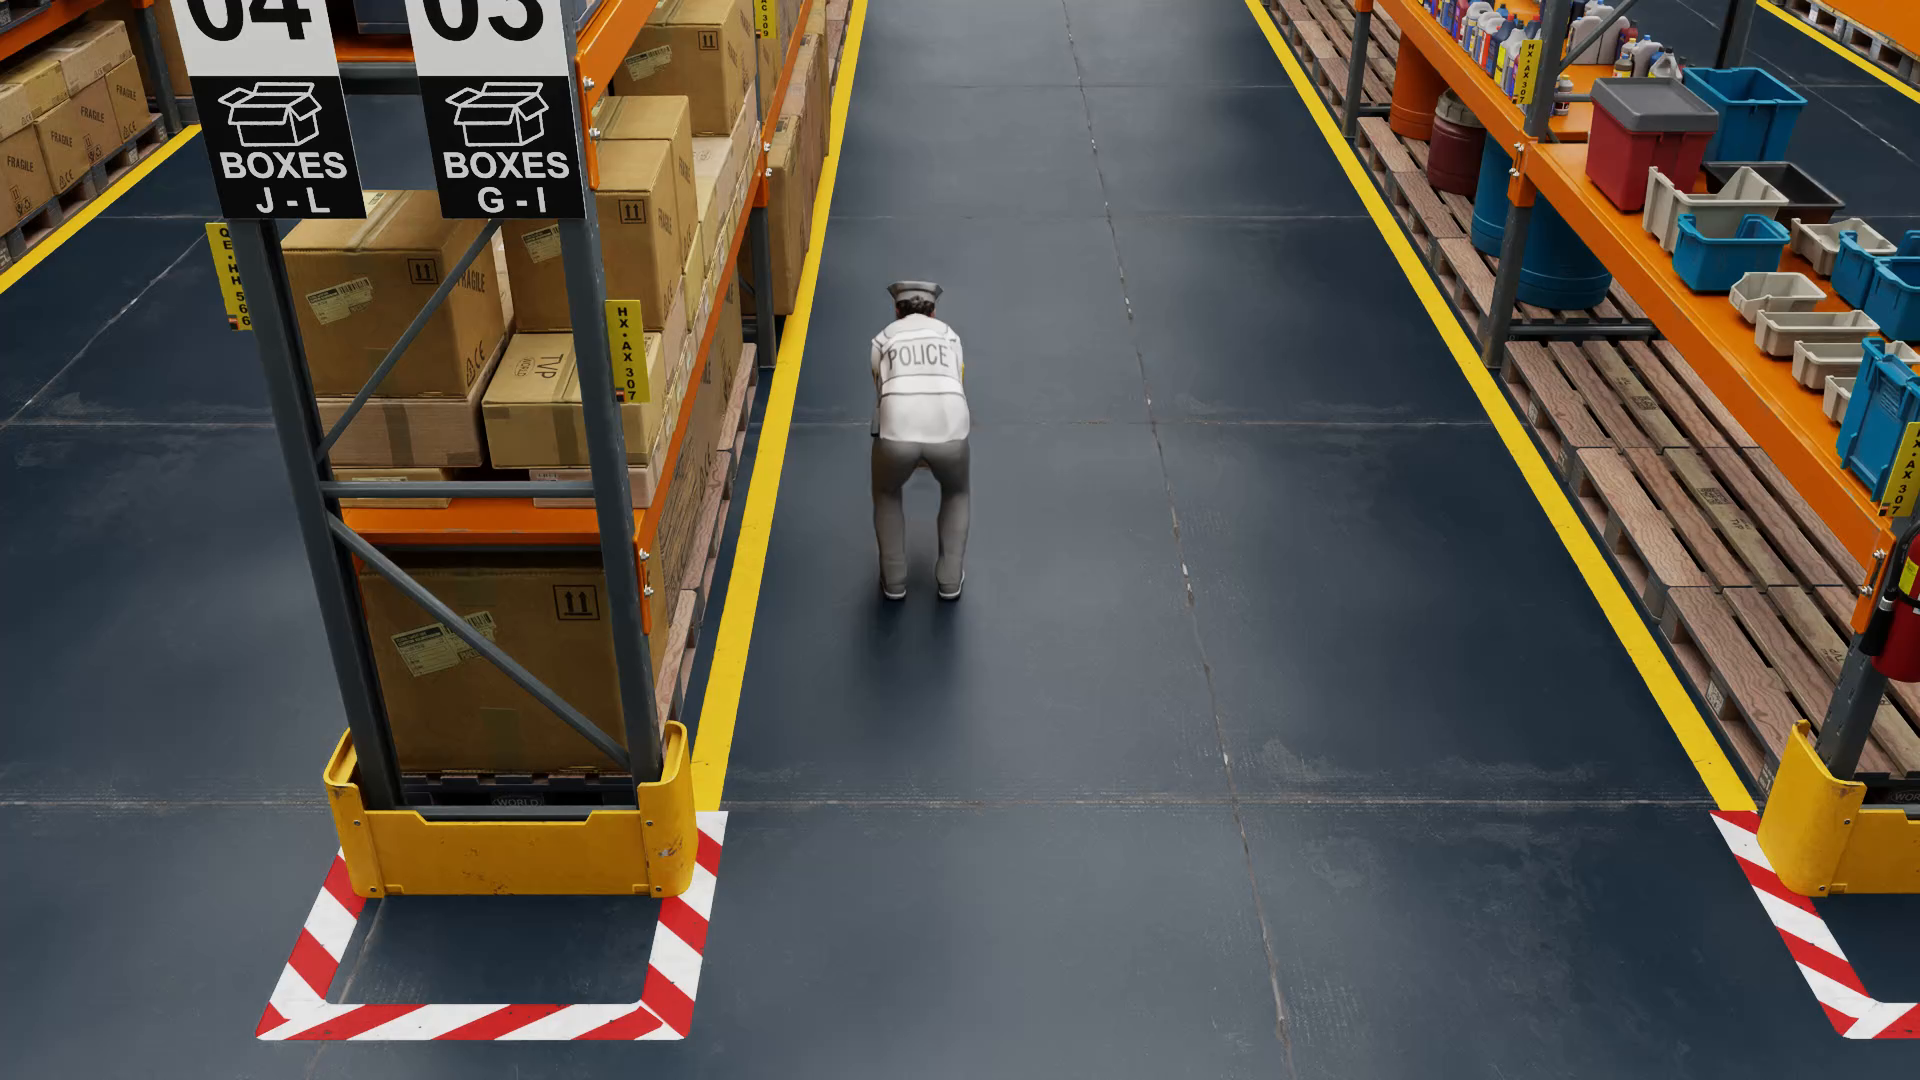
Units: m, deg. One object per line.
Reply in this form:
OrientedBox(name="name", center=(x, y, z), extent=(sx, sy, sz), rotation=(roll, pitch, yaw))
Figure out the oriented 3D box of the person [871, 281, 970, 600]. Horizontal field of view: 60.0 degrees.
OrientedBox(name="person", center=(-0.174, -0.438, 7.236), extent=(0.430, 1.257, 0.901), rotation=(-1, 32, -2))
